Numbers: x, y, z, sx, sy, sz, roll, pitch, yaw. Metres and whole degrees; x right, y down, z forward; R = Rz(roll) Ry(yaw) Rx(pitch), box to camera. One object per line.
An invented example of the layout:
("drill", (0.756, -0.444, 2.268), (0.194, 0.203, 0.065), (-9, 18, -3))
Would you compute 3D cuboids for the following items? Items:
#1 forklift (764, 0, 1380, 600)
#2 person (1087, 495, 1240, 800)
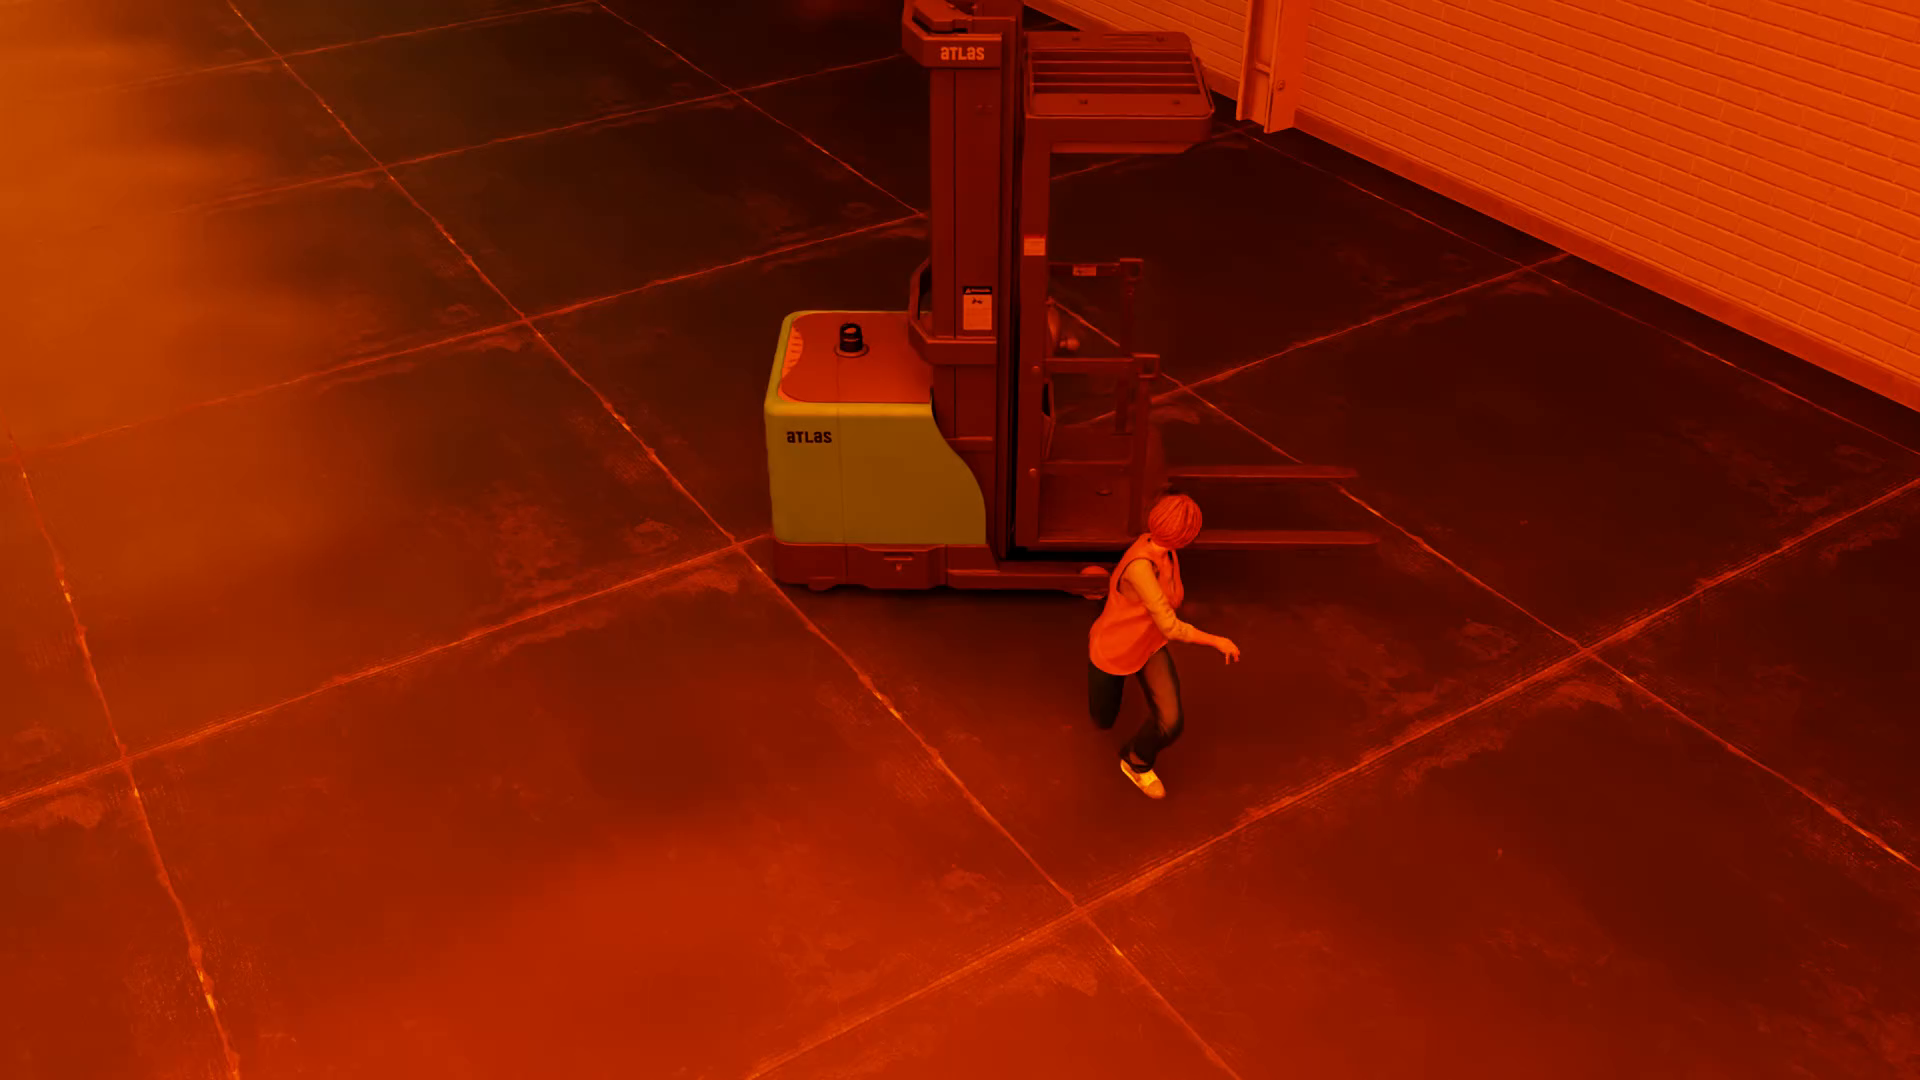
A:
("forklift", (0.587, -1.211, 7.871), (3.031, 2.935, 1.130), (1, 35, 1))
("person", (0.780, 0.384, 7.010), (0.547, 1.366, 0.823), (-17, 38, -22))
